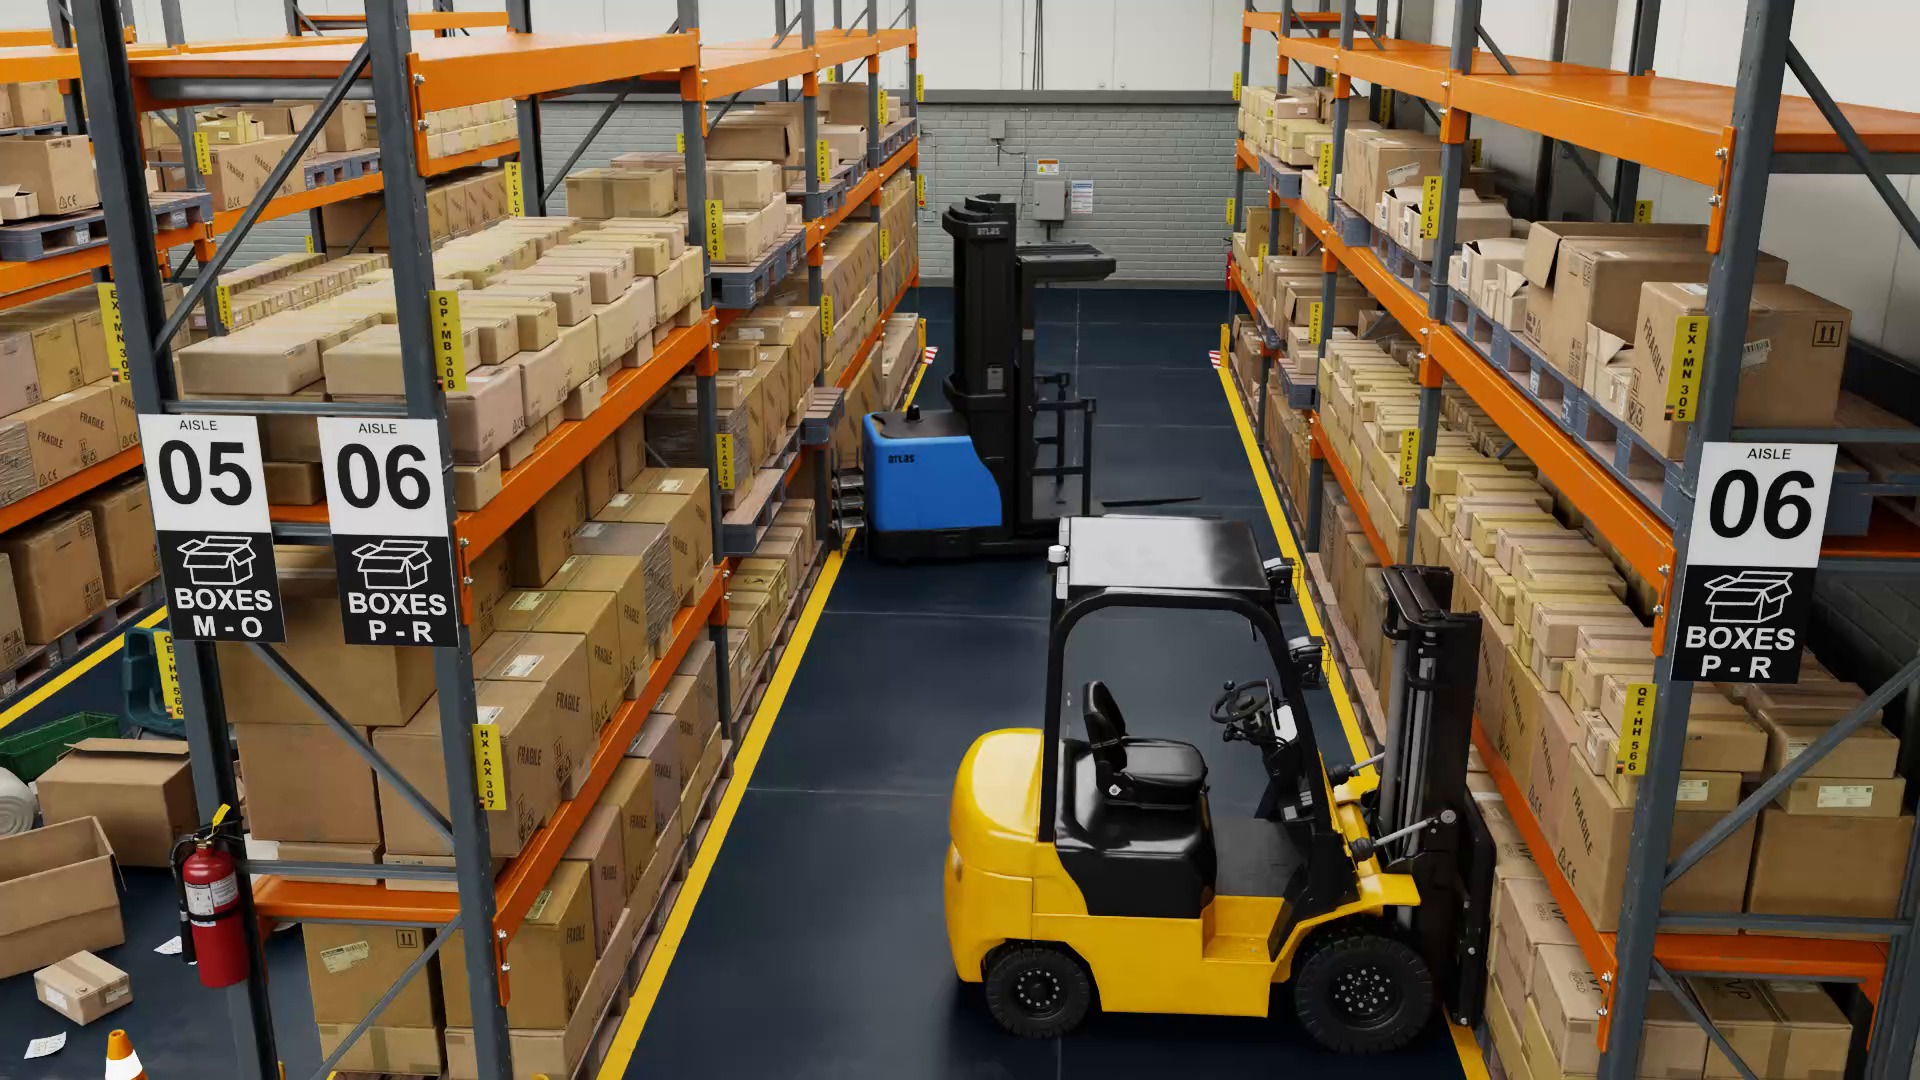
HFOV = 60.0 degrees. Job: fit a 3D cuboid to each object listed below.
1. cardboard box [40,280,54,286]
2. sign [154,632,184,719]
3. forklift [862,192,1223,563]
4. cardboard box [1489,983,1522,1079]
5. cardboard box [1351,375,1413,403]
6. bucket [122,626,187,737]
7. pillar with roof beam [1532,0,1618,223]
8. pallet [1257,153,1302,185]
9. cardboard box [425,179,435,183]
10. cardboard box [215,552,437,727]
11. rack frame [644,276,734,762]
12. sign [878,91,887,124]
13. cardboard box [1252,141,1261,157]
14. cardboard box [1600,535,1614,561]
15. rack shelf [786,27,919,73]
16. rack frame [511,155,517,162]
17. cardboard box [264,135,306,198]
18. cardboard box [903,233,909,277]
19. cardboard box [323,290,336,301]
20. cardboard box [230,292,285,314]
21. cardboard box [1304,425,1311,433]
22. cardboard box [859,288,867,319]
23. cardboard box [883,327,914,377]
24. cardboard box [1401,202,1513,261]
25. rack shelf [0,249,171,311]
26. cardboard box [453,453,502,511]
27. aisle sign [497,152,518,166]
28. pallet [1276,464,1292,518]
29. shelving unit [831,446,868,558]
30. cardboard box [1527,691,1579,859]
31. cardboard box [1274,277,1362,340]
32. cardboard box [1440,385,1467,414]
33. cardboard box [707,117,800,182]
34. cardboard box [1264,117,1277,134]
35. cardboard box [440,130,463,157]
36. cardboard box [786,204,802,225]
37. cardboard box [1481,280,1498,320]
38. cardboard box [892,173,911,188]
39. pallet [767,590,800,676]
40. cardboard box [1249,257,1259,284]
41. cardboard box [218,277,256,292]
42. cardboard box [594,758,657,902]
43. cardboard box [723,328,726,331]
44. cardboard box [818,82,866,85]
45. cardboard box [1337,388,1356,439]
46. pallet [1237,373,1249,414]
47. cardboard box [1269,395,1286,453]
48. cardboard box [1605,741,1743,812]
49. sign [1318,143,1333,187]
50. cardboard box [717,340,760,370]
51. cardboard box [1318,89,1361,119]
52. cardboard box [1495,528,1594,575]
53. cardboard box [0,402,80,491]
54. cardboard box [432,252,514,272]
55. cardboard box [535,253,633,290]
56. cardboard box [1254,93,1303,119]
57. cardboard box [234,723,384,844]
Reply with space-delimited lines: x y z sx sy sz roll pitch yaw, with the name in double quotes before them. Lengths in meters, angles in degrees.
"cardboard box" -10.784 -3.046 19.304 0.380 0.149 0.250 1 18 3
"sign" -2.737 0.473 5.795 0.100 0.325 0.005 1 18 4
"forklift" 0.711 -1.400 13.987 3.031 2.935 1.130 -3 18 -9
"cardboard box" 2.530 2.102 6.933 0.500 0.250 0.500 1 18 4
"cardboard box" 2.941 -1.045 11.593 0.380 0.149 0.250 2 18 5
"bucket" -4.553 0.798 9.987 0.726 0.611 0.620 8 10 23
"pillar with roof beam" -0.149 -3.705 11.278 9.100 9.000 0.400 1 18 4
"pallet" 3.510 -3.560 15.956 1.213 0.211 1.003 1 18 4
"cardboard box" -6.402 -3.911 19.296 0.500 0.500 0.500 1 18 2
"cardboard box" -2.366 0.365 6.249 0.700 0.500 0.500 1 18 3
"rack frame" -1.898 -0.050 9.759 1.000 3.000 0.127 1 18 4
"sign" -0.783 -4.346 16.717 0.100 0.325 0.005 1 18 4
"cardboard box" 3.438 -4.328 18.401 0.380 0.149 0.250 2 18 5
"cardboard box" 3.207 0.065 7.727 0.380 0.149 0.250 1 18 3
"rack shelf" -1.181 -5.475 18.478 1.077 0.370 4.000 1 18 4
"rack frame" -5.983 -3.856 21.374 1.000 3.000 0.127 1 18 4
"cardboard box" -6.190 -3.327 14.781 0.500 0.500 0.500 1 18 4
"cardboard box" -0.887 -3.353 19.679 0.500 0.500 0.500 2 18 6
"cardboard box" -6.192 -2.298 15.870 0.380 0.149 0.250 1 18 4
"cardboard box" -6.272 -2.116 14.836 0.380 0.149 0.250 1 18 2
"cardboard box" 3.238 -0.909 14.678 0.380 0.149 0.250 2 18 6
"cardboard box" -1.173 -2.242 15.887 0.500 0.250 0.500 2 18 5
"cardboard box" -1.043 -2.268 19.966 0.875 0.438 0.875 2 18 5
"cardboard box" 2.862 -1.801 9.593 0.500 0.311 0.500 1 18 2
"rack shelf" -11.066 -3.035 20.025 1.077 0.370 4.000 1 18 4
"cardboard box" -1.837 -0.210 5.832 0.380 0.149 0.250 1 18 4
"aisle sign" -5.678 -5.108 21.018 0.394 0.787 0.004 1 18 4
"pallet" 3.521 -0.467 15.508 1.003 0.211 1.213 1 18 4
"shelving unit" -0.929 -0.318 13.947 0.258 0.900 0.210 -6 19 -19
"cardboard box" 2.586 0.935 6.593 0.500 0.500 0.500 2 18 6
"cardboard box" 3.275 -2.122 15.248 0.700 0.500 0.500 1 18 4
"cardboard box" 3.427 -0.956 11.321 0.380 0.149 0.250 2 18 5
"cardboard box" -1.730 -3.277 13.954 0.700 0.500 0.500 0 18 1
"cardboard box" 3.168 -4.037 16.199 0.380 0.149 0.250 2 18 6
"cardboard box" -5.889 -4.423 18.528 0.500 0.250 0.500 2 18 6
"cardboard box" -1.425 -2.496 12.810 0.380 0.149 0.250 1 18 4
"cardboard box" 2.663 -1.122 7.782 0.380 0.149 0.250 2 18 6
"cardboard box" -0.793 -4.331 20.014 0.380 0.149 0.250 1 18 3
"pallet" -1.759 0.653 12.091 1.003 0.211 1.213 1 18 4
"cardboard box" 3.490 -2.969 18.431 0.500 0.250 0.500 1 18 4
"cardboard box" -6.864 -2.379 15.641 0.380 0.149 0.250 2 18 6
"cardboard box" -1.773 1.373 7.953 0.500 0.500 0.500 2 18 5
"cardboard box" -1.905 -1.384 12.518 0.500 0.500 0.500 2 18 7
"cardboard box" -1.332 -4.874 18.669 0.500 0.500 0.500 2 18 5
"cardboard box" 2.972 -0.899 11.788 0.500 0.250 0.500 1 18 3
"pallet" 3.761 -1.693 19.252 1.003 0.211 1.213 1 18 4
"cardboard box" 3.339 -1.126 16.382 0.500 0.500 0.500 1 18 3
"cardboard box" 2.512 0.832 5.864 0.380 0.149 0.250 2 18 5
"sign" 2.799 -2.867 12.707 0.100 0.325 0.005 1 18 4
"cardboard box" -1.537 -1.225 10.989 0.380 0.149 0.250 2 18 7
"cardboard box" 3.673 -4.220 16.093 0.396 0.266 0.258 1 18 3
"cardboard box" 2.721 0.057 7.753 0.380 0.149 0.250 1 18 4
"cardboard box" -6.463 -0.646 11.417 0.500 0.500 0.500 1 18 4
"cardboard box" -2.285 -1.239 7.692 0.380 0.149 0.250 1 18 3
"cardboard box" -1.729 -1.227 7.657 0.380 0.149 0.250 1 18 5
"cardboard box" 3.527 -4.796 18.385 0.500 0.250 0.500 2 18 5
"cardboard box" -2.421 0.829 6.439 0.500 0.500 0.500 1 18 3
